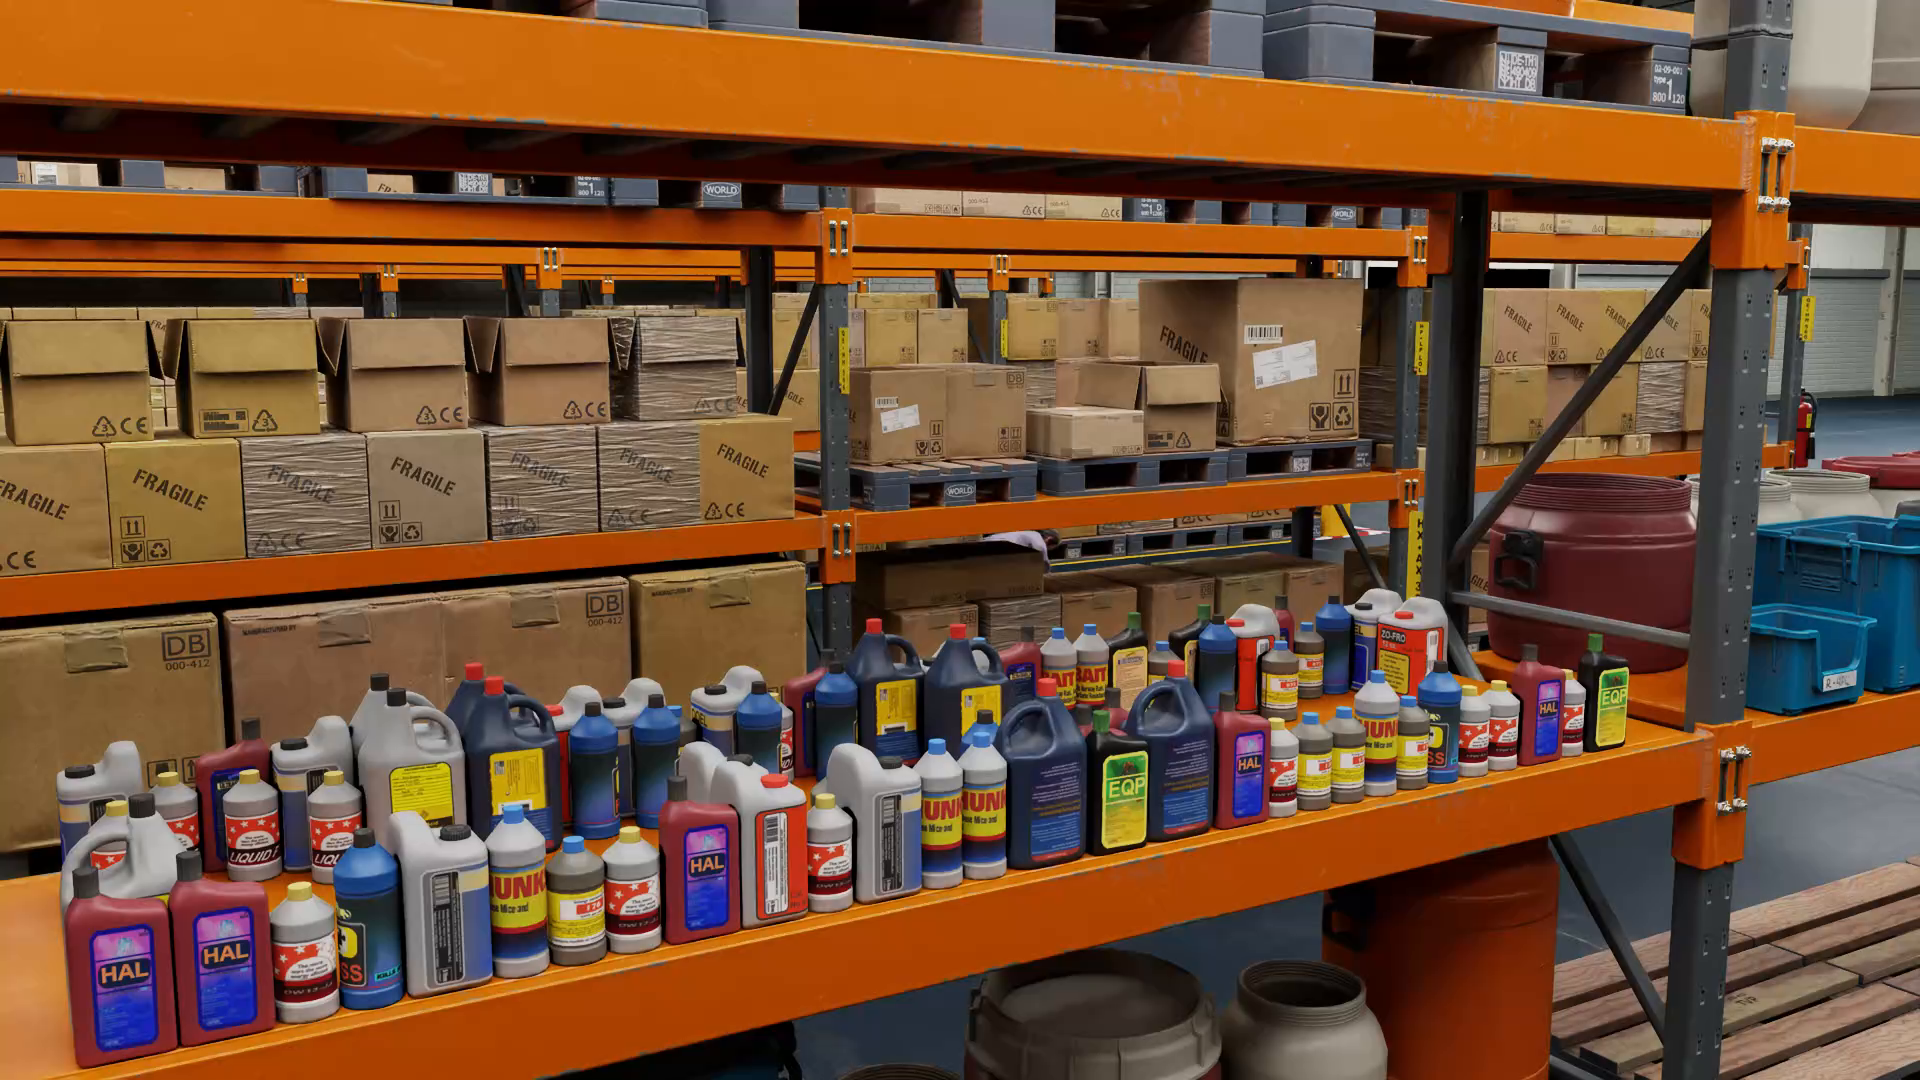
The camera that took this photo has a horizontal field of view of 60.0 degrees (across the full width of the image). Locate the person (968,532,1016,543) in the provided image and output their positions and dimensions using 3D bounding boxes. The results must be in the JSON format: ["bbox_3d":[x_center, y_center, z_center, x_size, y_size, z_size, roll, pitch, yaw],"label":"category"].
[{"bbox_3d":[0.244,-0.185,12.115,0.420,1.656,0.519,-5,10,-32],"label":"person"}]
